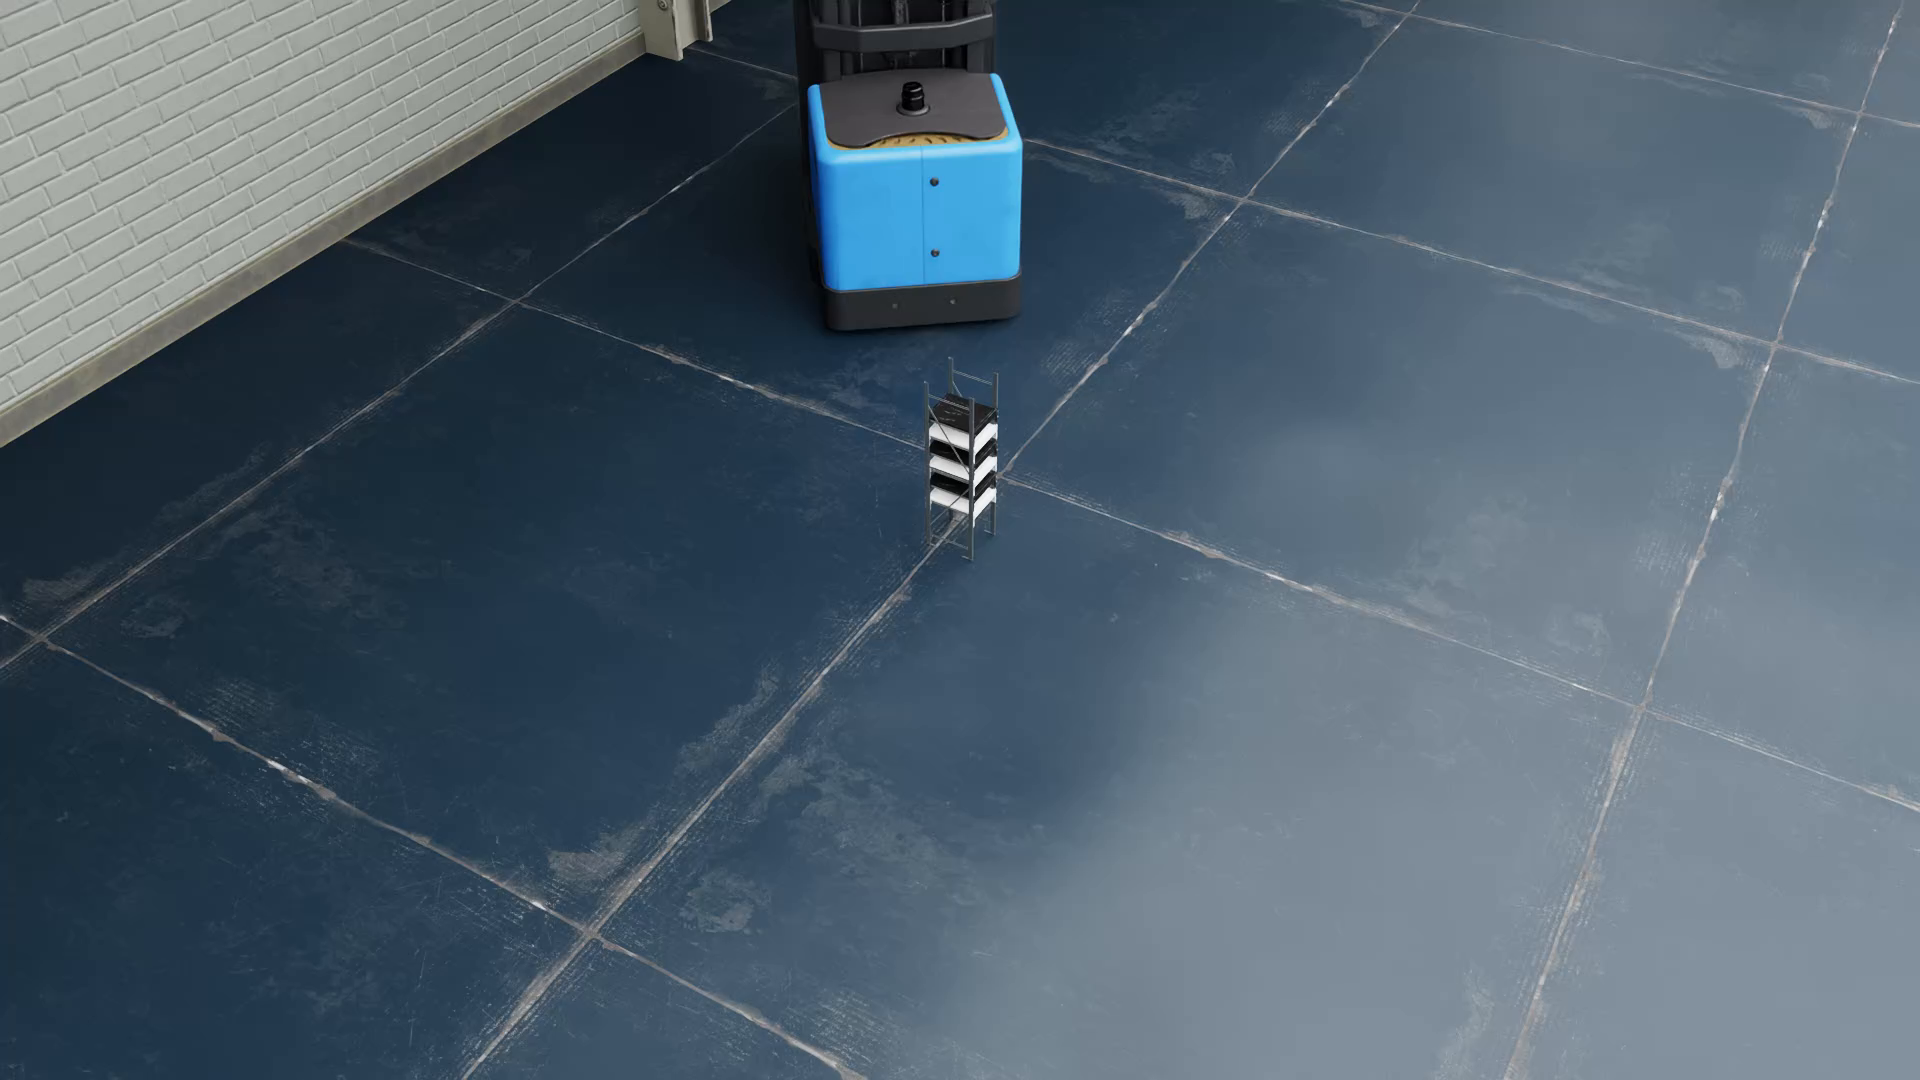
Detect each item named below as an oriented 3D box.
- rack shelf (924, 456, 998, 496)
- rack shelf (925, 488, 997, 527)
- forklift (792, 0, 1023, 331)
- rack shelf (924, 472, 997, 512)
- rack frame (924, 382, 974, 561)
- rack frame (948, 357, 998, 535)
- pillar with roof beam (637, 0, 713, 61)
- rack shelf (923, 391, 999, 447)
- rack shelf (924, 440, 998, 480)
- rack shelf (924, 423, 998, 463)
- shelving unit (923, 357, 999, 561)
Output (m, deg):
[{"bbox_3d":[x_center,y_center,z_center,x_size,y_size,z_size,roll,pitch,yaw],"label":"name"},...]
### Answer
[{"bbox_3d":[0.004,-0.317,7.295,0.258,0.077,0.200,21,45,22],"label":"rack shelf"},{"bbox_3d":[0.004,-0.182,7.414,0.258,0.077,0.200,21,45,22],"label":"rack shelf"},{"bbox_3d":[-0.383,-3.170,8.947,1.130,2.935,3.031,-5,42,-6],"label":"forklift"},{"bbox_3d":[0.004,-0.250,7.355,0.258,0.077,0.200,21,45,22],"label":"rack shelf"},{"bbox_3d":[-0.047,-0.284,7.207,0.240,0.900,0.006,21,45,22],"label":"rack frame"},{"bbox_3d":[0.055,-0.401,7.339,0.240,0.900,0.006,21,45,22],"label":"rack frame"},{"bbox_3d":[1.790,-5.358,6.840,9.100,9.000,0.400,21,45,22],"label":"pillar with roof beam"},{"bbox_3d":[0.004,-0.520,7.117,0.258,0.077,0.200,21,45,22],"label":"rack shelf"},{"bbox_3d":[0.004,-0.385,7.236,0.258,0.077,0.200,21,45,22],"label":"rack shelf"},{"bbox_3d":[0.004,-0.452,7.176,0.258,0.077,0.200,21,45,22],"label":"rack shelf"},{"bbox_3d":[0.004,-0.342,7.273,0.258,0.900,0.210,21,45,22],"label":"shelving unit"}]
